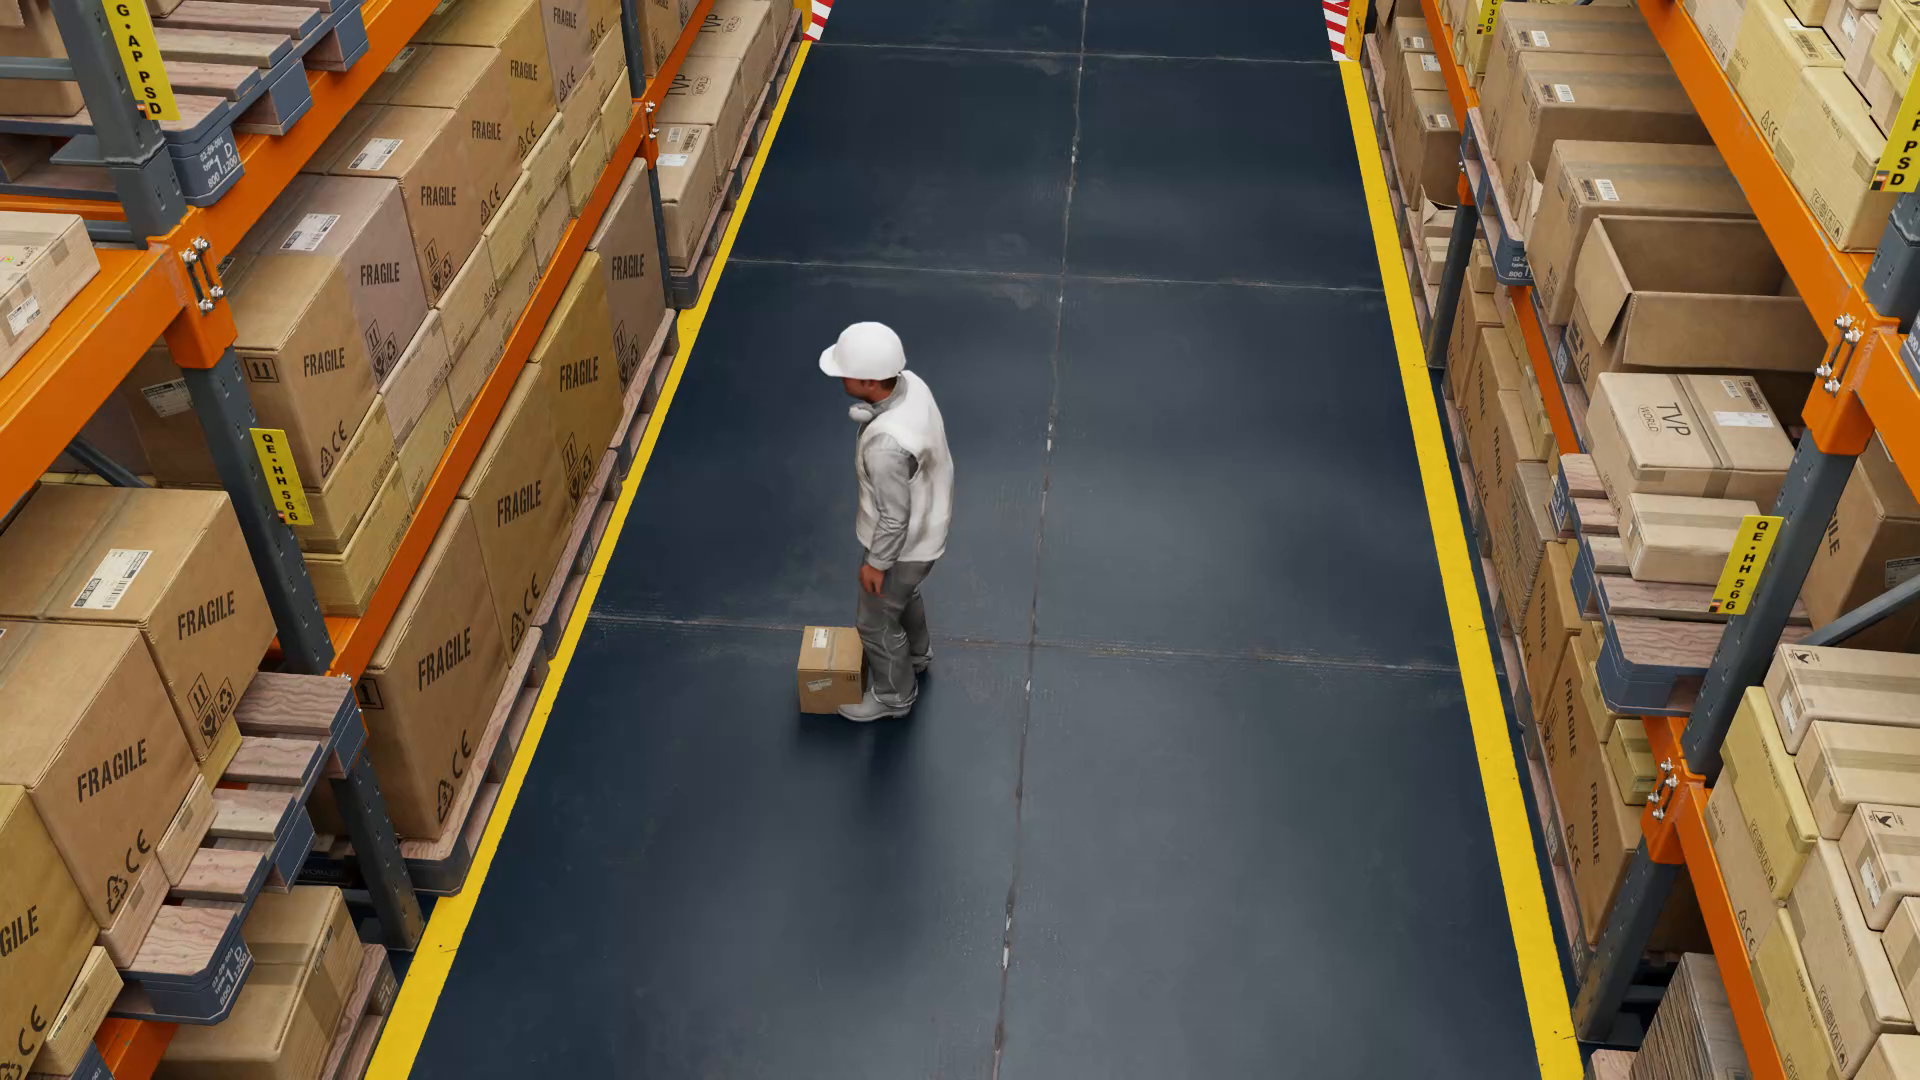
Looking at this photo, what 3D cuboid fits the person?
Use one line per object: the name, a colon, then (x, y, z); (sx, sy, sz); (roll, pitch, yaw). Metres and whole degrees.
person: (-0.251, -0.054, 6.199); (0.461, 1.772, 0.580); (3, 40, 4)
